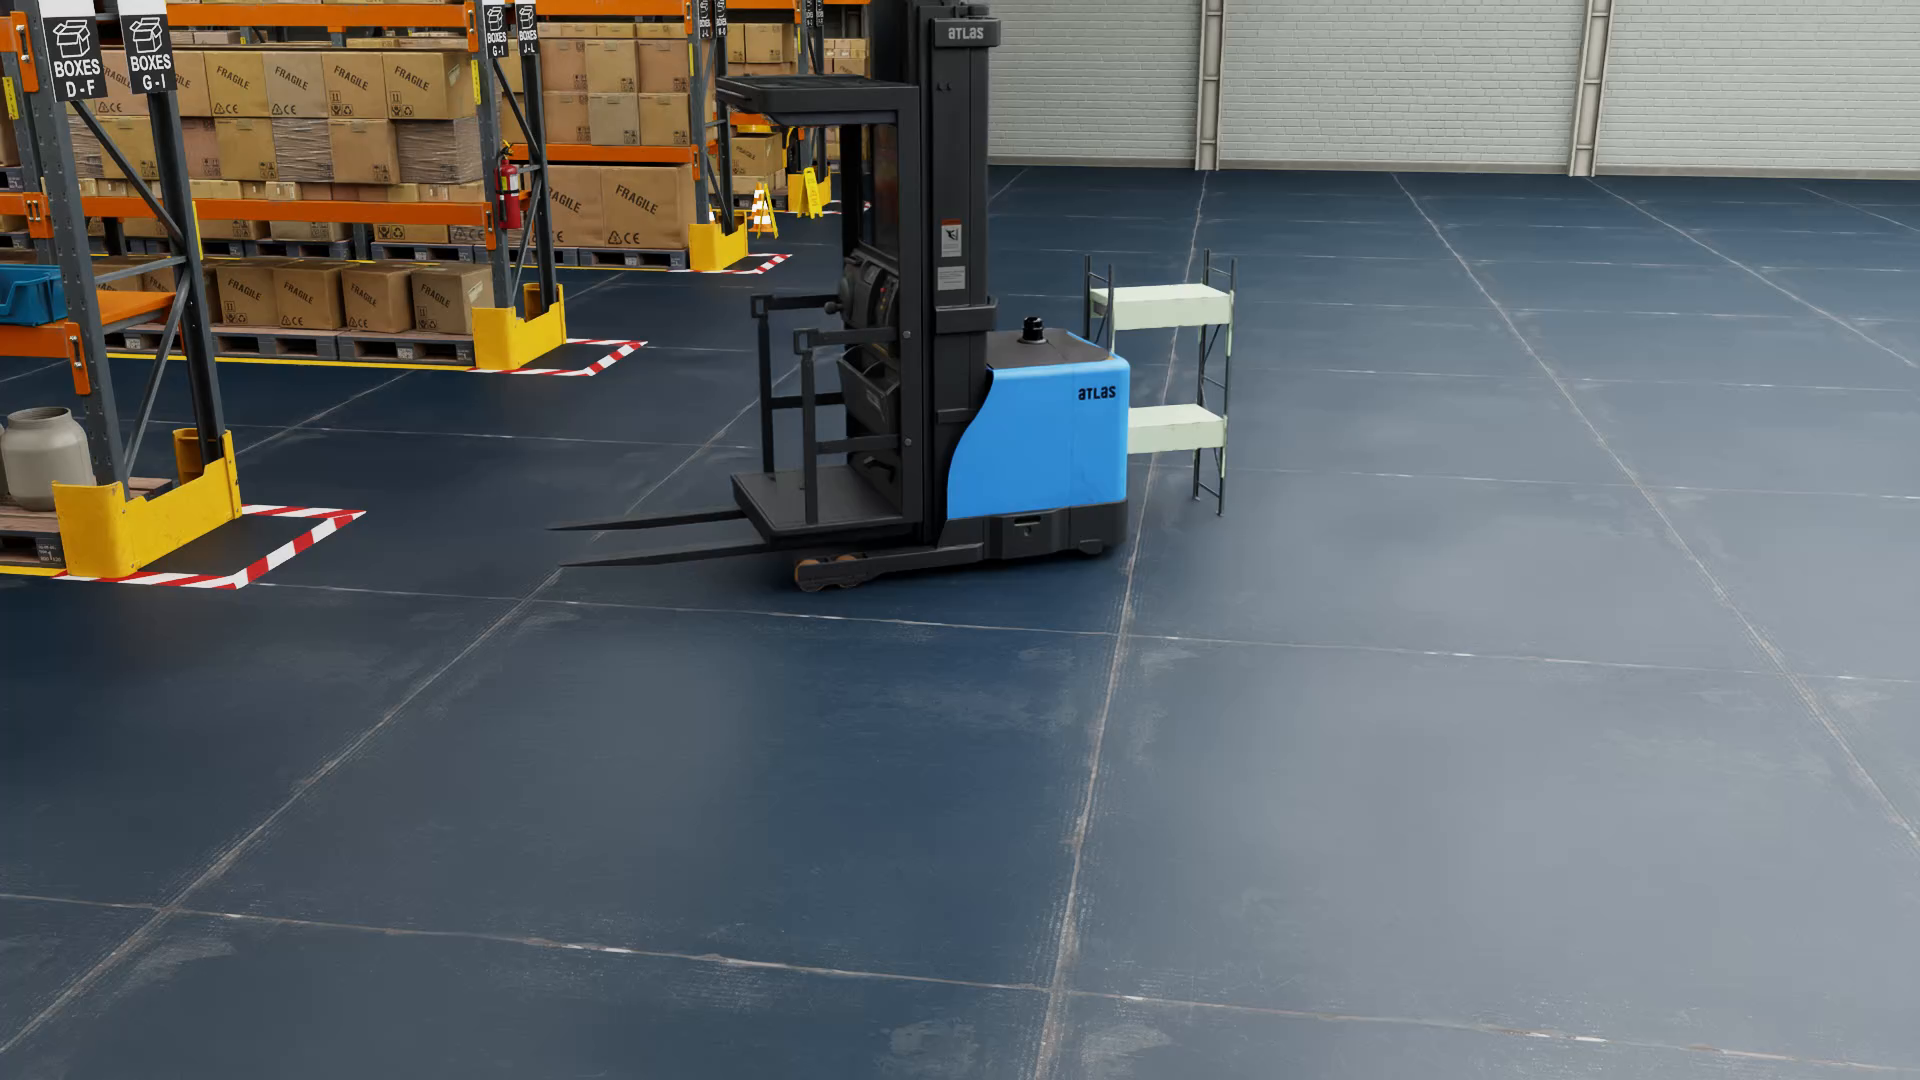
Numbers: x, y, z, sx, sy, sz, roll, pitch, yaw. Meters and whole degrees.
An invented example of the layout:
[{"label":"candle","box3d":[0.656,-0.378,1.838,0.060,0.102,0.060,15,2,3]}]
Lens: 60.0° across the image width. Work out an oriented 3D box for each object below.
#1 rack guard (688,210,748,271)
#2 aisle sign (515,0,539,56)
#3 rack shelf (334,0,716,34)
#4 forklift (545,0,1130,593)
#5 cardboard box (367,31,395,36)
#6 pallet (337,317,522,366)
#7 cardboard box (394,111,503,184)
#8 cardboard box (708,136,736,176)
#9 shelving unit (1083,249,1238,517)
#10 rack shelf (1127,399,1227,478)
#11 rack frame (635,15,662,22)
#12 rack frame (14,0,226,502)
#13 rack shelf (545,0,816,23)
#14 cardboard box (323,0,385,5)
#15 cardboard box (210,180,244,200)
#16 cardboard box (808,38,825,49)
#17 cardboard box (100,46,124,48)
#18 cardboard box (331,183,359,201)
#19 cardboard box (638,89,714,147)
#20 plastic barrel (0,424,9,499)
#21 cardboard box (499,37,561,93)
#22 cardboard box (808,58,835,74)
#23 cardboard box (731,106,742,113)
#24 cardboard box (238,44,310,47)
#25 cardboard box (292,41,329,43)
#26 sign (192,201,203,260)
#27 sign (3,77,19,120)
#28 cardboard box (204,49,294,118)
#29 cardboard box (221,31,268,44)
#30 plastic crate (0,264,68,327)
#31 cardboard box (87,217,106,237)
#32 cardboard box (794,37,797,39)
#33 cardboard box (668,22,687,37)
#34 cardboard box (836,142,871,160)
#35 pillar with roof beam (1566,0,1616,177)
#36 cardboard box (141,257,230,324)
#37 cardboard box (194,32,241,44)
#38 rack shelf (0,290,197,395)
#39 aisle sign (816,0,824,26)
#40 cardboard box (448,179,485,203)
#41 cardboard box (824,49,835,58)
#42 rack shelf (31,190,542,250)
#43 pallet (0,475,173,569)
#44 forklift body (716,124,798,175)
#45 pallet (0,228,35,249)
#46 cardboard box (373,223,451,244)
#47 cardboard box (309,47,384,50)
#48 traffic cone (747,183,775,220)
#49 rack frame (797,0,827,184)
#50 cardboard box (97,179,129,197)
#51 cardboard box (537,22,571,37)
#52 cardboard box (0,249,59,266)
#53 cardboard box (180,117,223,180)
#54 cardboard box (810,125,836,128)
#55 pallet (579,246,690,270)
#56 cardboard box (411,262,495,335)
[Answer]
[{"label":"rack guard","box3d":[-2.679,-3.334,18.480,0.348,0.500,1.175,3,19,9]},{"label":"aisle sign","box3d":[-3.481,-4.296,13.317,0.004,0.787,0.394,3,19,9]},{"label":"rack shelf","box3d":[-4.678,-5.703,18.026,4.000,0.370,1.077,3,19,9]},{"label":"forklift","box3d":[-0.661,-1.310,8.598,3.031,2.935,1.130,-6,19,-18]},{"label":"cardboard box","box3d":[-8.256,-7.180,23.725,0.250,0.149,0.380,2,19,6]},{"label":"pallet","box3d":[-4.461,-1.705,14.067,1.213,0.211,1.003,3,19,9]},{"label":"cardboard box","box3d":[-4.128,-3.197,13.503,0.500,0.500,0.875,3,19,9]},{"label":"cardboard box","box3d":[-3.366,-5.311,22.939,0.500,0.500,0.500,4,19,11]},{"label":"shelving unit","box3d":[1.126,-0.877,9.559,0.755,1.500,0.431,-5,19,-16]},{"label":"rack shelf","box3d":[1.126,-0.567,9.663,0.720,0.370,0.431,-5,19,-16]},{"label":"rack frame","box3d":[-5.183,-7.833,27.987,0.127,3.000,1.000,3,19,9]},{"label":"rack frame","box3d":[-4.375,-1.420,8.820,0.127,3.000,1.000,3,19,9]},{"label":"rack shelf","box3d":[-3.992,-7.259,22.676,4.000,0.370,1.077,3,19,9]},{"label":"cardboard box","box3d":[-4.599,-4.292,12.913,0.500,0.250,0.500,3,19,9]},{"label":"cardboard box","box3d":[-5.891,-2.878,13.572,0.250,0.149,0.380,3,19,9]},{"label":"cardboard box","box3d":[-2.366,-8.123,27.205,0.250,0.149,0.380,3,19,9]},{"label":"cardboard box","box3d":[-7.051,-3.899,14.028,0.500,0.500,0.500,3,19,9]},{"label":"cardboard box","box3d":[-4.890,-2.855,13.503,0.250,0.149,0.380,3,19,9]},{"label":"cardboard box","box3d":[-3.076,-4.596,18.076,0.550,0.550,0.875,3,19,9]},{"label":"plastic barrel","box3d":[-5.532,-0.474,9.251,0.421,0.512,0.421,0,18,0]},{"label":"cardboard box","box3d":[-4.696,-5.190,18.149,0.500,0.550,0.875,3,19,9]},{"label":"cardboard box","box3d":[-2.272,-7.651,27.284,0.500,0.500,0.500,4,19,10]},{"label":"cardboard box","box3d":[-2.938,-5.907,22.625,0.250,0.149,0.380,3,19,8]},{"label":"cardboard box","box3d":[-7.652,-5.292,18.659,0.500,0.500,0.700,3,19,8]},{"label":"cardboard box","box3d":[-9.423,-6.931,24.002,0.500,0.500,0.500,2,19,7]},{"label":"sign","box3d":[-4.283,-1.724,9.291,0.005,0.325,0.100,3,19,9]},{"label":"sign","box3d":[-7.623,-3.548,13.356,0.005,0.325,0.100,3,19,9]},{"label":"cardboard box","box3d":[-5.652,-3.662,13.318,0.500,0.500,0.500,3,19,9]},{"label":"cardboard box","box3d":[-10.364,-7.102,24.069,0.500,0.500,0.500,2,19,7]},{"label":"plastic crate","box3d":[-4.917,-1.281,8.639,0.616,0.251,0.499,3,19,9]},{"label":"cardboard box","box3d":[-10.015,-3.997,19.405,0.750,0.750,1.050,3,19,8]},{"label":"cardboard box","box3d":[-2.797,-8.311,27.766,0.250,0.149,0.380,2,19,7]},{"label":"cardboard box","box3d":[-3.575,-6.718,22.451,0.500,0.500,0.700,3,19,8]},{"label":"cardboard box","box3d":[-1.748,-6.452,27.529,0.500,0.250,0.500,3,19,9]},{"label":"pillar with roof beam","box3d":[9.387,-8.842,21.546,0.400,9.000,9.100,3,19,9]},{"label":"cardboard box","box3d":[-6.583,-2.128,14.213,0.500,0.500,0.500,9,21,26]},{"label":"cardboard box","box3d":[-10.468,-6.945,23.598,0.500,0.500,0.500,2,19,7]},{"label":"rack shelf","box3d":[-6.350,-1.180,9.235,4.000,0.370,1.077,3,19,9]},{"label":"aisle sign","box3d":[-1.907,-7.403,22.605,0.004,0.787,0.394,3,19,9]},{"label":"cardboard box","box3d":[-3.904,-2.802,13.347,0.250,0.149,0.380,3,19,9]},{"label":"cardboard box","box3d":[-2.124,-7.952,27.163,0.250,0.149,0.380,3,19,10]},{"label":"rack shelf","box3d":[-5.564,-2.731,13.873,4.000,0.370,1.077,3,19,9]},{"label":"pallet","box3d":[-5.259,-0.129,9.357,1.213,0.211,1.003,3,19,9]},{"label":"forklift body","box3d":[-3.396,-6.753,26.097,1.214,2.155,2.313,3,19,9]},{"label":"pallet","box3d":[-11.373,-3.641,19.851,1.213,0.211,1.003,3,19,9]},{"label":"cardboard box","box3d":[-6.042,-3.860,18.799,0.875,0.875,0.875,3,19,9]},{"label":"cardboard box","box3d":[-5.076,-3.800,13.730,0.500,0.500,0.500,3,19,9]},{"label":"traffic cone","box3d":[-2.647,-4.491,21.996,0.334,0.463,0.336,3,19,9]},{"label":"rack frame","box3d":[-2.018,-6.077,22.737,0.127,3.000,1.000,3,19,9]},{"label":"cardboard box","box3d":[-6.878,-2.928,13.724,0.250,0.149,0.380,3,19,9]},{"label":"cardboard box","box3d":[-5.567,-6.850,22.847,0.500,0.500,0.700,3,19,8]},{"label":"cardboard box","box3d":[-8.142,-2.234,14.499,0.500,0.500,0.700,1,19,4]},{"label":"cardboard box","box3d":[-6.107,-3.290,13.782,0.500,0.500,0.875,3,19,9]},{"label":"cardboard box","box3d":[-2.243,-6.950,27.444,0.500,0.250,0.500,3,19,10]},{"label":"pallet","box3d":[-3.505,-3.214,18.576,1.213,0.211,1.003,3,19,9]},{"label":"cardboard box","box3d":[-4.203,-2.022,13.897,0.500,0.500,0.500,7,20,19]}]
